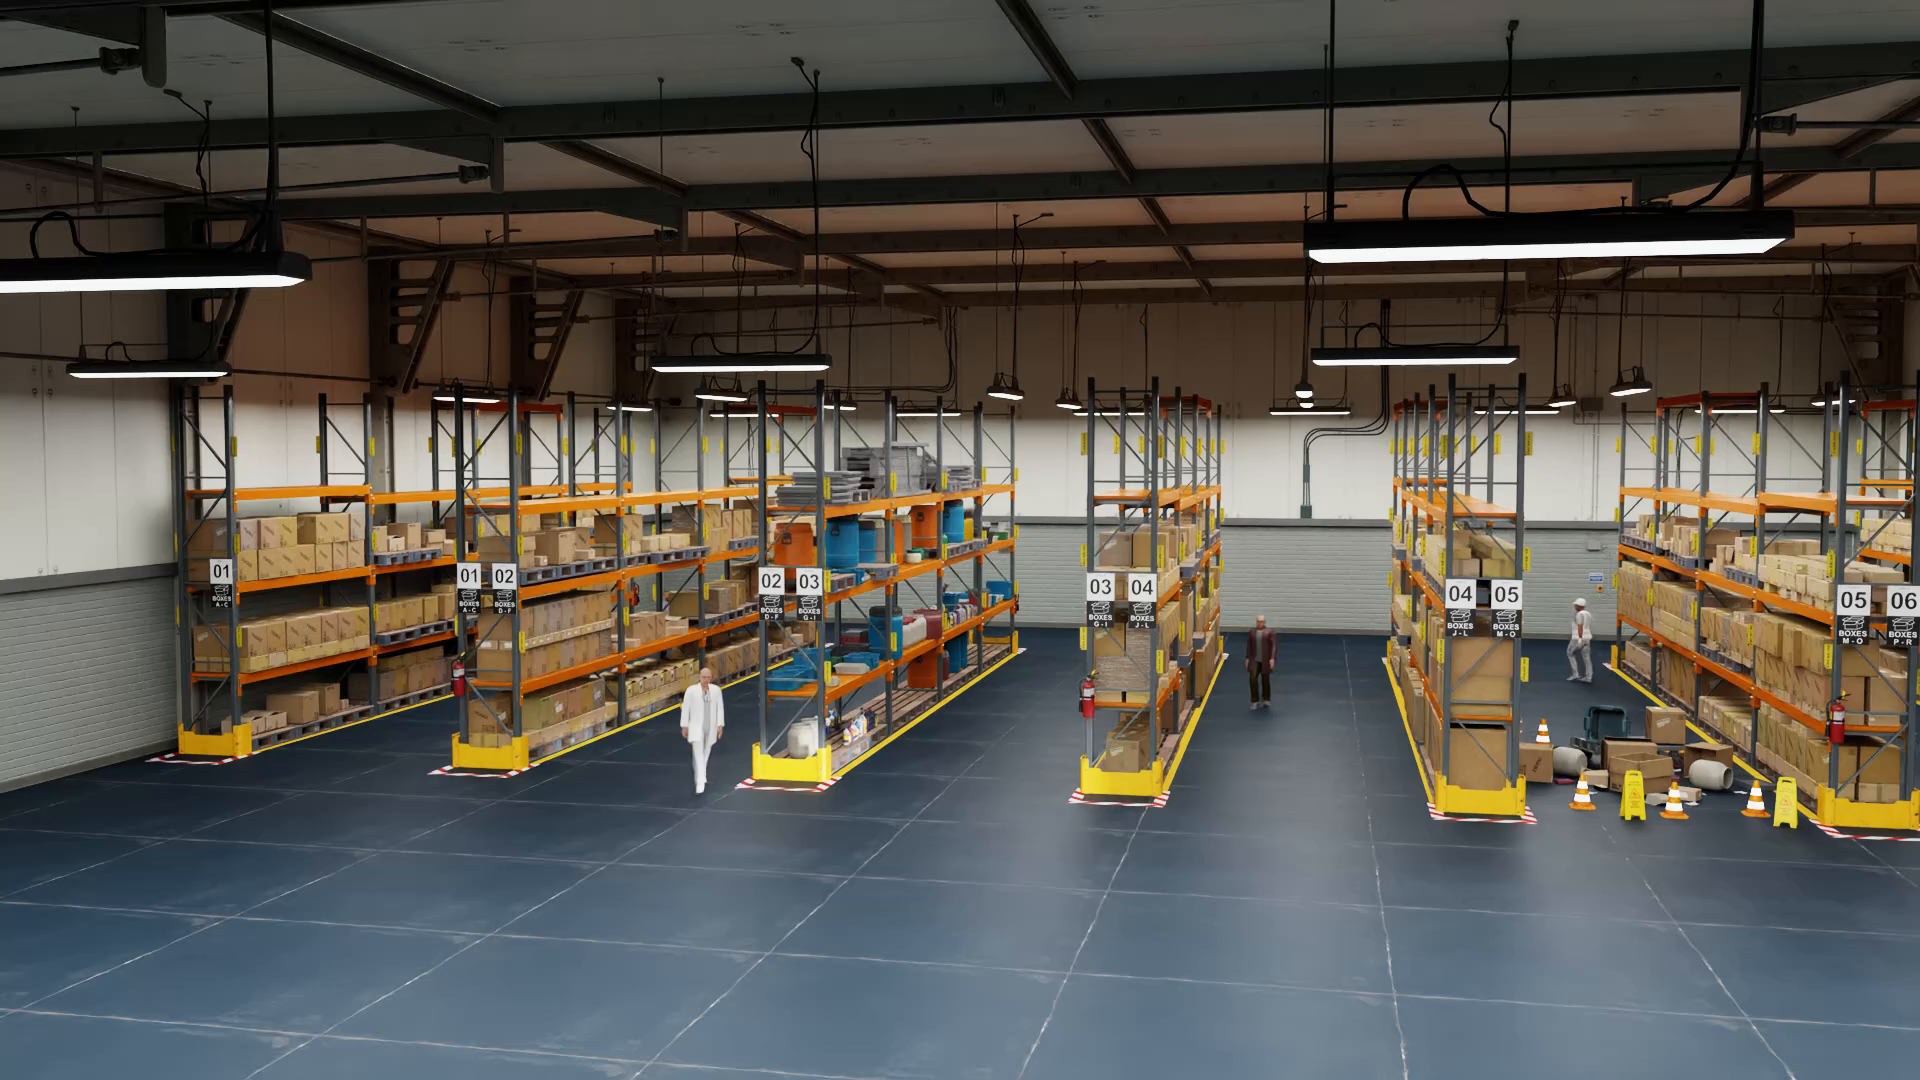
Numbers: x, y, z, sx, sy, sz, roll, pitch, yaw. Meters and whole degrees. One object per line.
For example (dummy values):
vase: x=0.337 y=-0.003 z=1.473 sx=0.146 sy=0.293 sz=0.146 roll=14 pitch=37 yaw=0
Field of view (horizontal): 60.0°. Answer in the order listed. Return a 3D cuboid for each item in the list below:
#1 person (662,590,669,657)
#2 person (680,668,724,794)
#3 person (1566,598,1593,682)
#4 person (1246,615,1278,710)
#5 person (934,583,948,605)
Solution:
person: x=-6.933 y=1.984 z=39.632 sx=0.483 sy=1.572 sz=0.838 roll=1 pitch=3 yaw=10
person: x=-3.756 y=2.751 z=24.369 sx=0.600 sy=1.754 sz=0.954 roll=-2 pitch=4 yaw=-32
person: x=13.259 y=2.138 z=35.380 sx=0.536 sy=1.795 sz=0.534 roll=-1 pitch=3 yaw=-22
person: x=5.778 y=2.345 z=31.927 sx=0.651 sy=1.827 sz=0.659 roll=2 pitch=4 yaw=27
person: x=-0.477 y=1.854 z=41.226 sx=0.998 sy=1.628 sz=0.468 roll=-3 pitch=4 yaw=-43
